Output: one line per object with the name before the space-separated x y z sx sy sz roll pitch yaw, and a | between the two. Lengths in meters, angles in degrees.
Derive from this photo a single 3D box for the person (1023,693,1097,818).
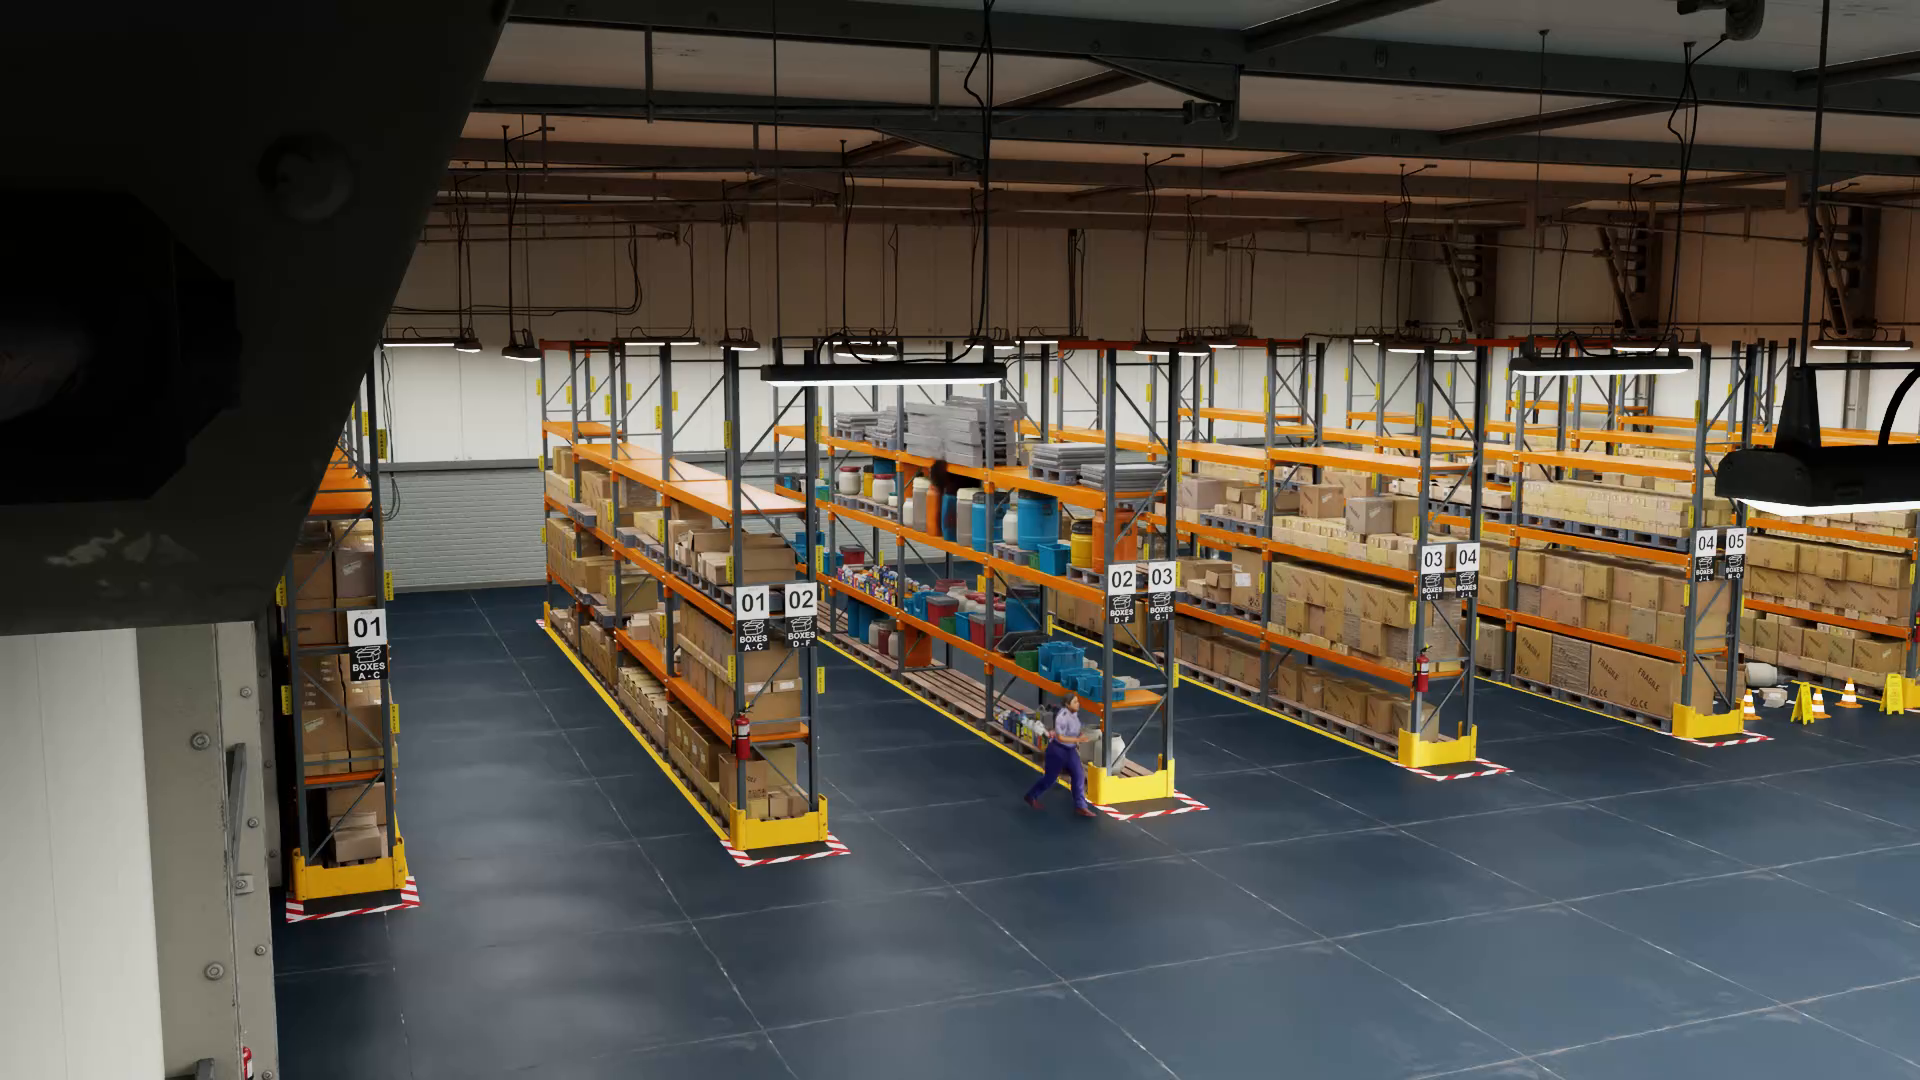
person | 1.282 2.746 21.391 0.971 1.632 0.617 4 8 28

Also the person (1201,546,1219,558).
person | 6.695 -0.260 44.410 0.544 1.715 0.793 6 10 41
